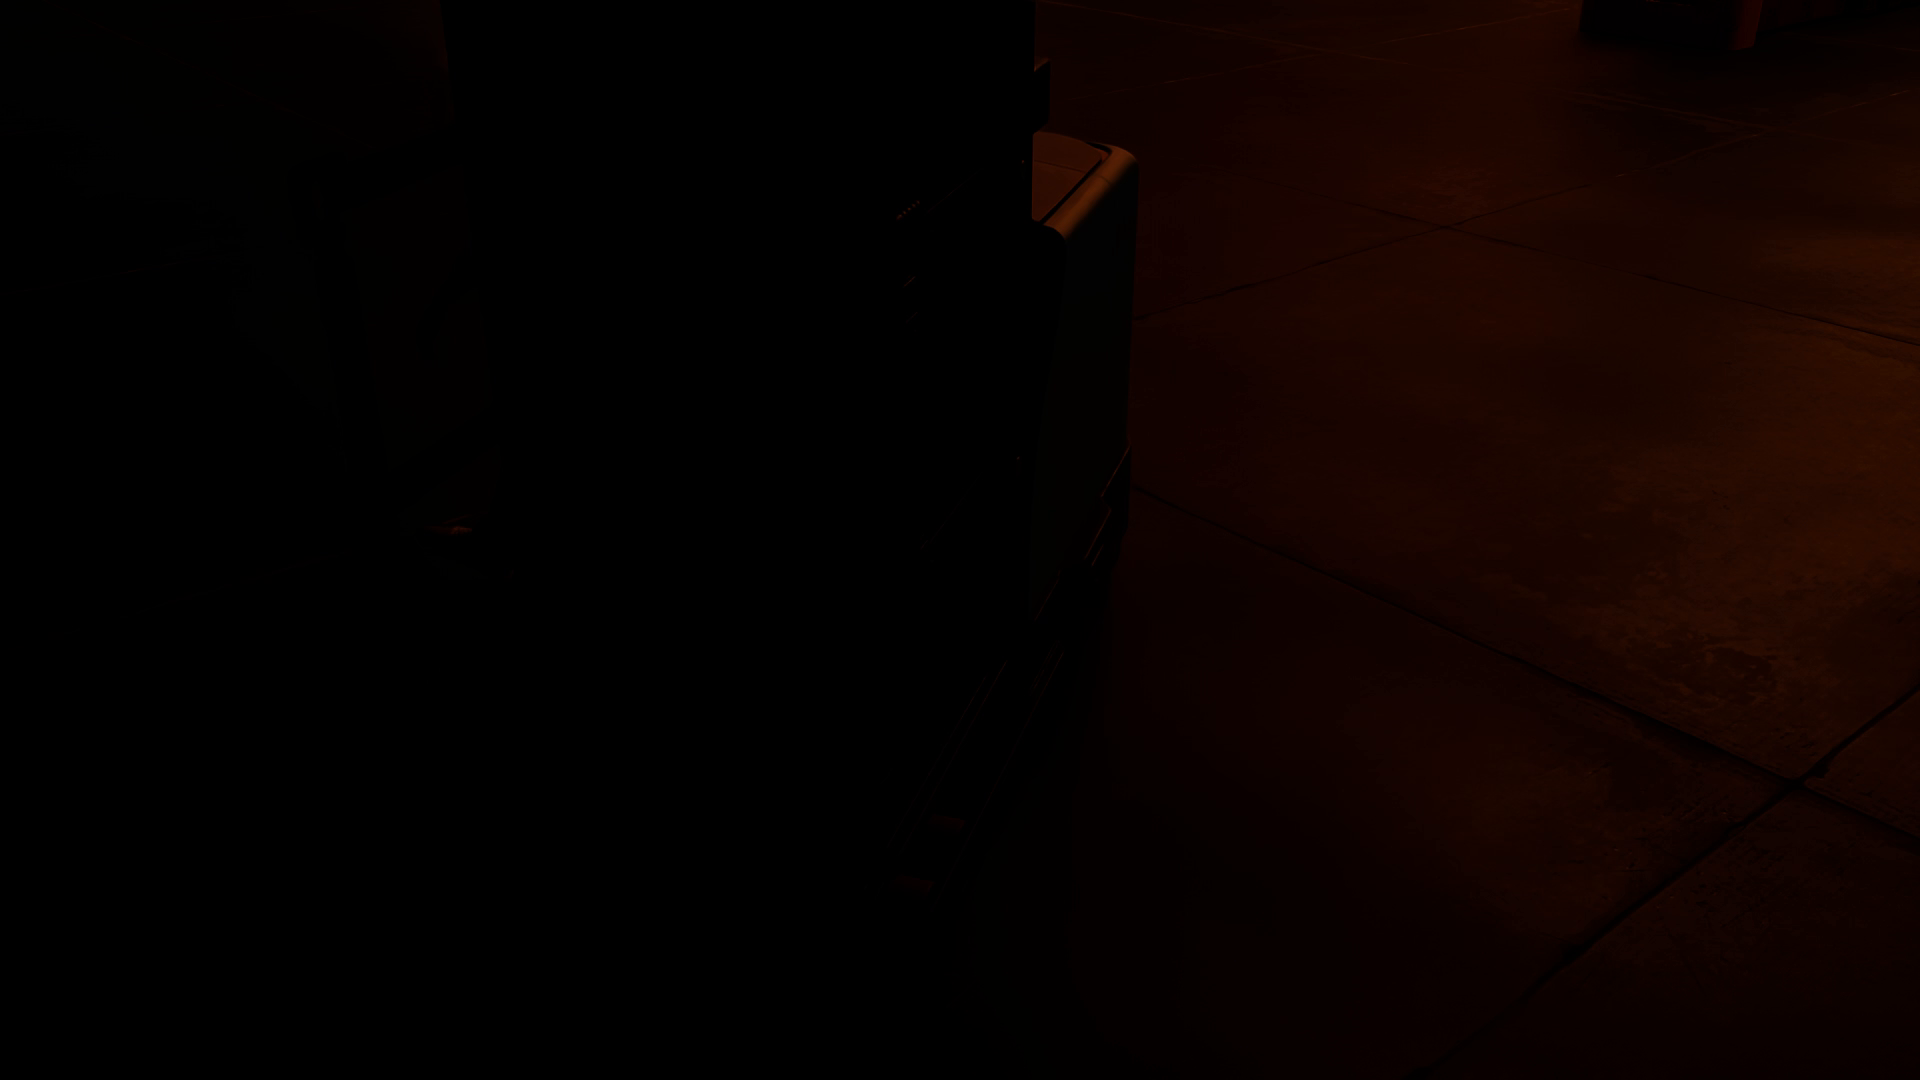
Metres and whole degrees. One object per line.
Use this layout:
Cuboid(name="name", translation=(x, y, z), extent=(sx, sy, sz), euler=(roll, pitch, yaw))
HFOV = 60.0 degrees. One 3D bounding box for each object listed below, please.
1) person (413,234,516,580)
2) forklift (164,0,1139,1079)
Cuboid(name="person", translation=(-0.970, -0.534, 3.883), extent=(0.830, 1.569, 0.560), euler=(-3, 27, -6))
Cuboid(name="forklift", translation=(-0.481, -0.748, 2.710), extent=(1.130, 2.935, 3.031), euler=(8, 27, 16))
